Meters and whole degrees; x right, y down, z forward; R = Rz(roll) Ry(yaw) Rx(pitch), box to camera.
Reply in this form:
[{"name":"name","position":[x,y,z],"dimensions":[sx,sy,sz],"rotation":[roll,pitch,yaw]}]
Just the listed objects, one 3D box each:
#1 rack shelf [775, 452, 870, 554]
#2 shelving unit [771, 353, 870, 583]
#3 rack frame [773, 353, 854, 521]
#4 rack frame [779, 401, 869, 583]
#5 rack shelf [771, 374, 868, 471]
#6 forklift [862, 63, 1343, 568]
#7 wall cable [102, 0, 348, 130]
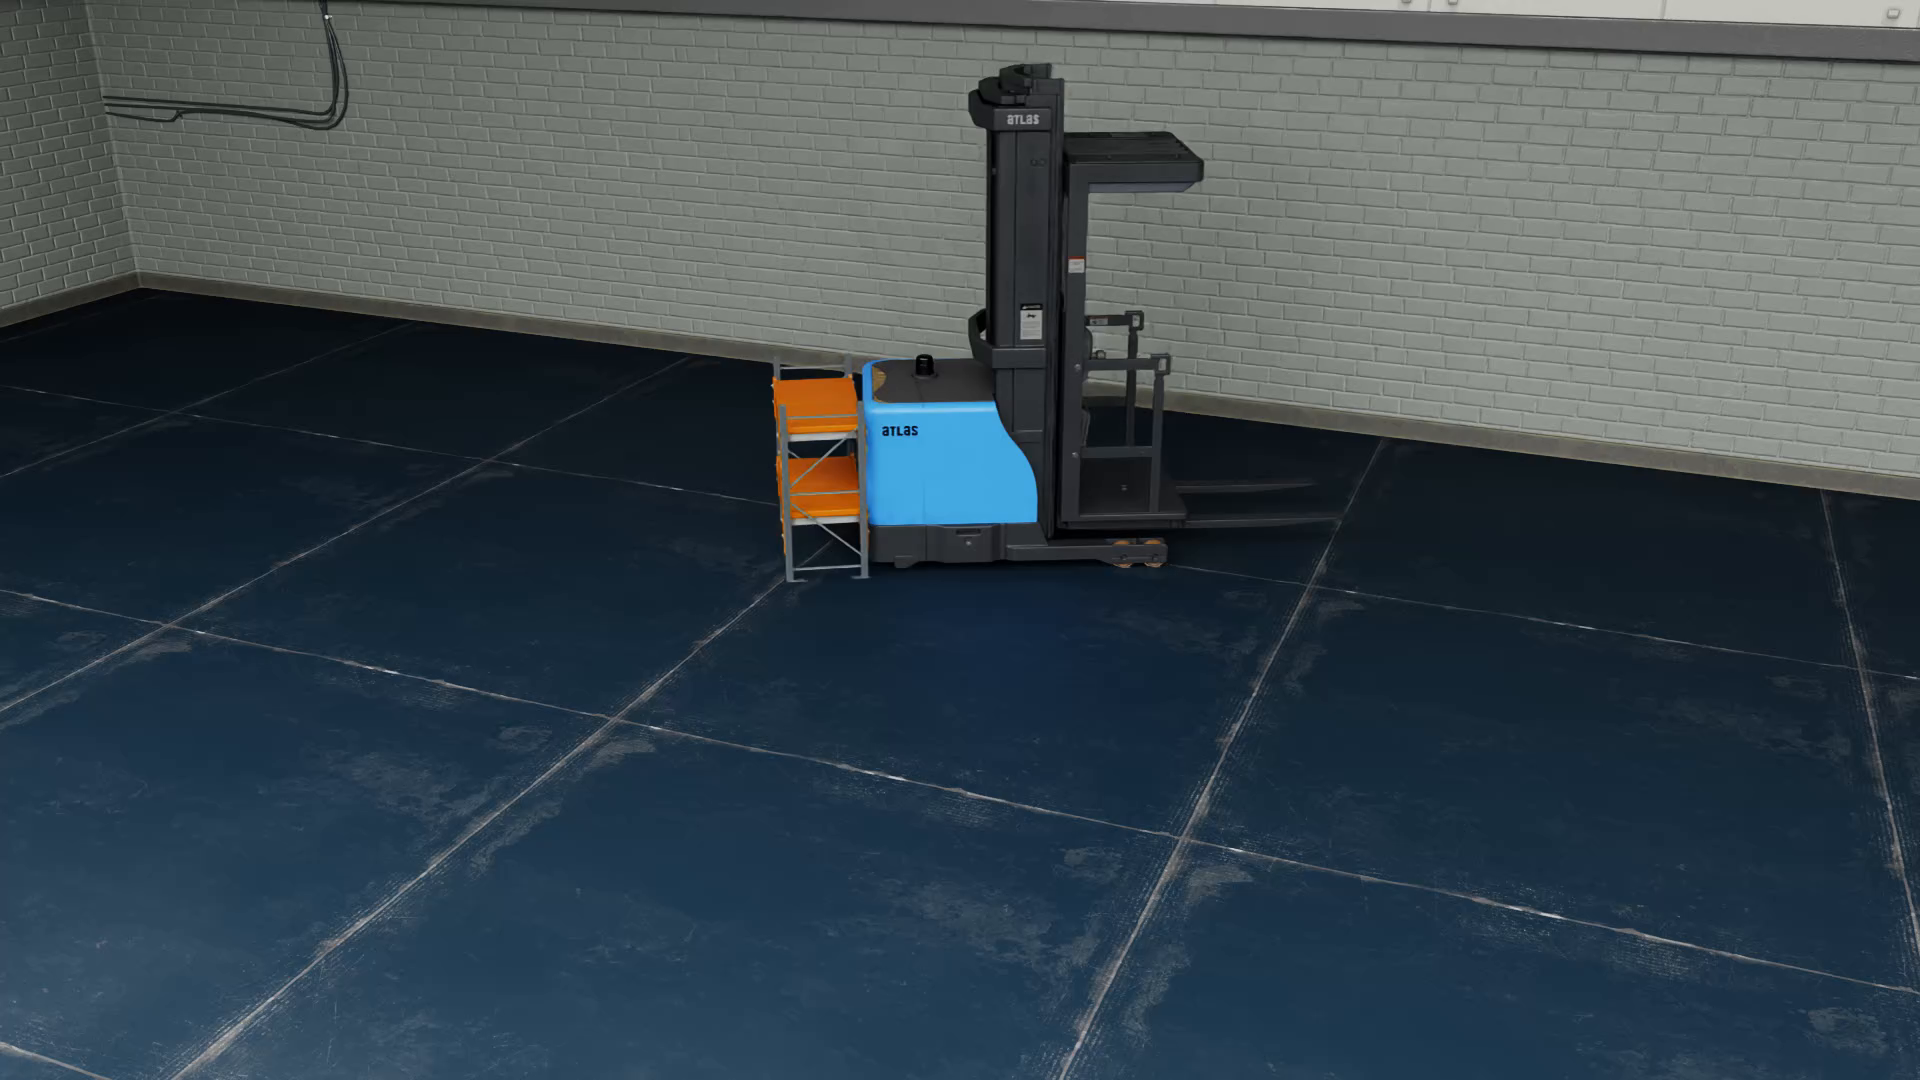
[{"name":"rack shelf","position":[-0.880,-0.247,10.517],"dimensions":[0.538,0.278,1.000],"rotation":[-3,23,-7]},{"name":"shelving unit","position":[-0.880,-0.473,10.423],"dimensions":[0.538,1.125,1.048],"rotation":[-3,23,-7]},{"name":"rack frame","position":[-0.950,-0.667,10.888],"dimensions":[0.500,1.125,0.032],"rotation":[-3,23,-7]},{"name":"rack frame","position":[-0.810,-0.279,9.958],"dimensions":[0.500,1.125,0.032],"rotation":[-3,23,-7]},{"name":"rack shelf","position":[-0.880,-0.743,10.310],"dimensions":[0.538,0.278,1.000],"rotation":[-3,23,-7]},{"name":"forklift","position":[0.894,-1.382,10.255],"dimensions":[3.031,2.935,1.130],"rotation":[-1,23,-3]},{"name":"wall cable","position":[-6.995,-5.071,15.244],"dimensions":[3.097,2.526,0.112],"rotation":[9,24,20]}]
